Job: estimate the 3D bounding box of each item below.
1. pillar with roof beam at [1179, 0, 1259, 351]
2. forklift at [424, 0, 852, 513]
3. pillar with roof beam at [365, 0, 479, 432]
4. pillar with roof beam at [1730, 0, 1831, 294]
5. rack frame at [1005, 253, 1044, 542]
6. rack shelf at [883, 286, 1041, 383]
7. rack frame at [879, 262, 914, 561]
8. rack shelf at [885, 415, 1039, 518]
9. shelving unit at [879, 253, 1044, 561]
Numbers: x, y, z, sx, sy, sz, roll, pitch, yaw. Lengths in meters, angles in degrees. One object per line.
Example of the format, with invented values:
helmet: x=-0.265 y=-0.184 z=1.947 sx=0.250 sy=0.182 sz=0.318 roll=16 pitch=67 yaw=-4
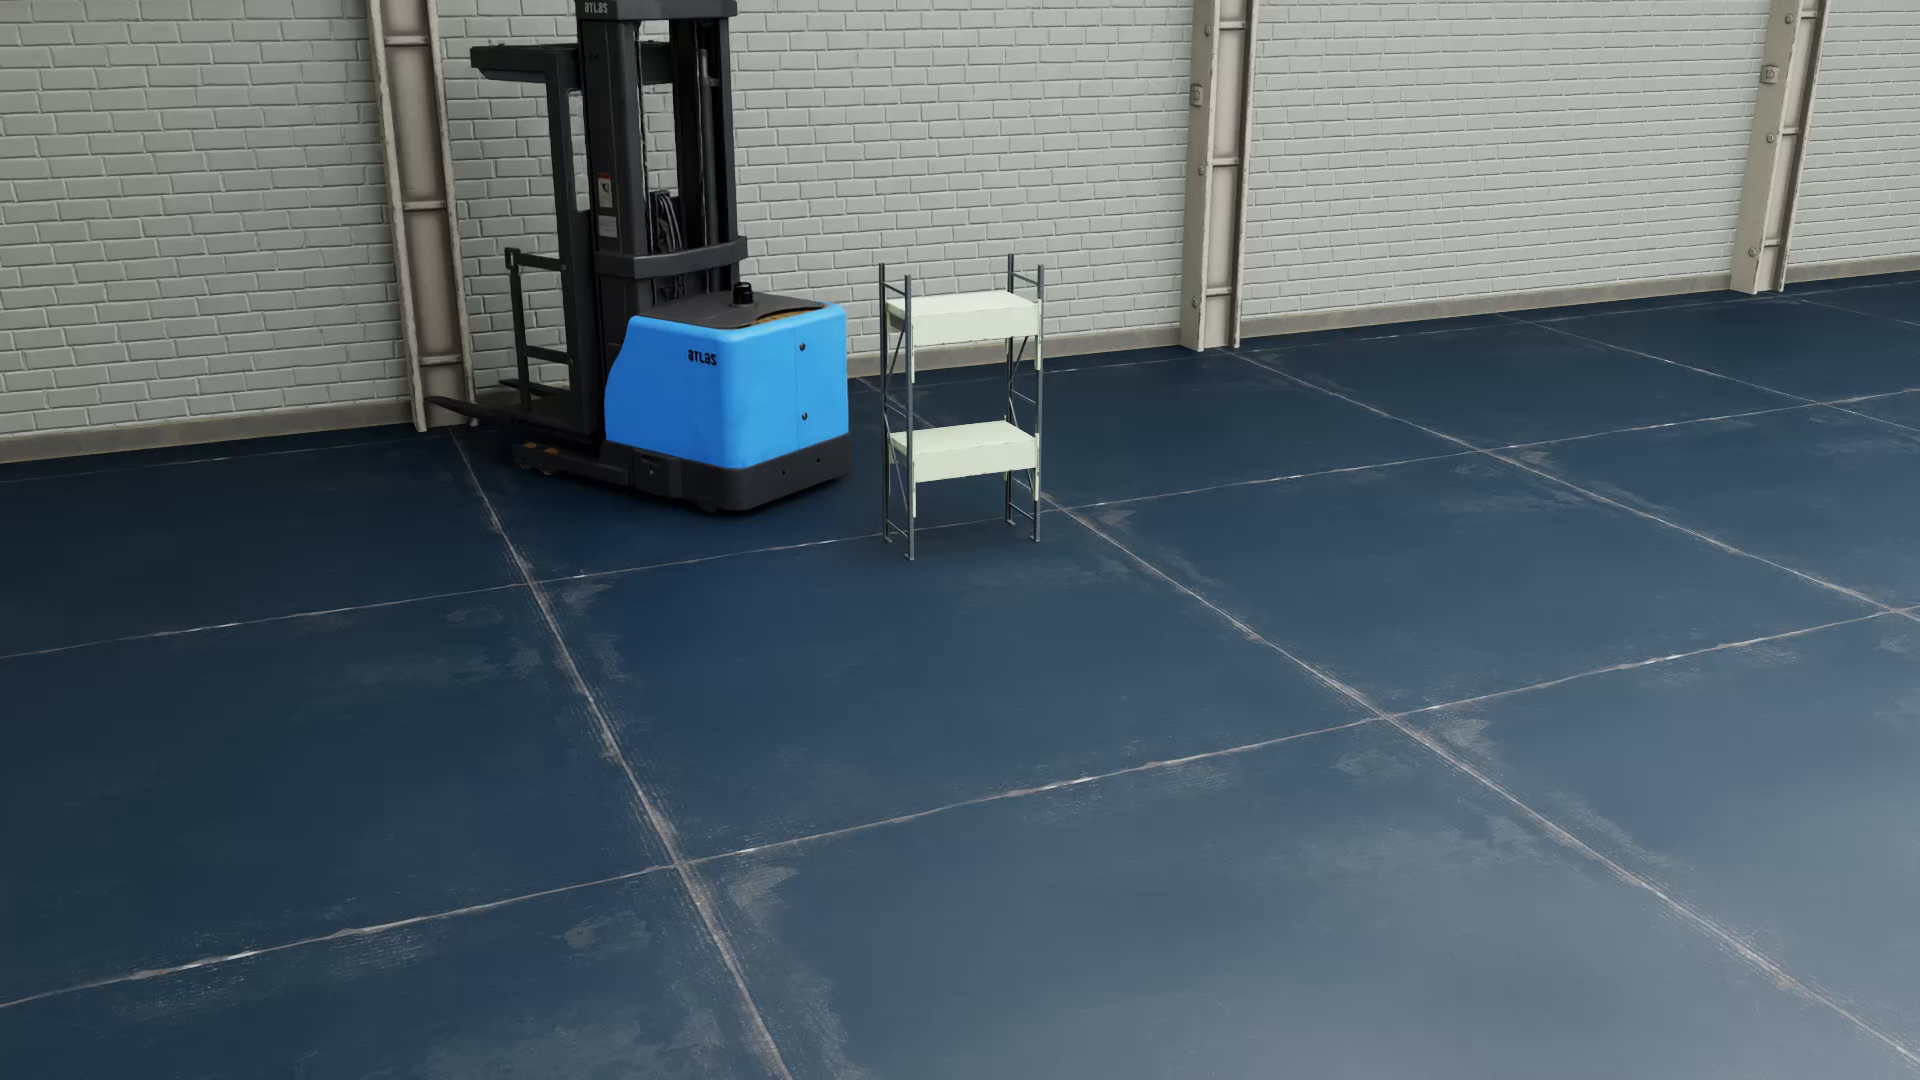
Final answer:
pillar with roof beam: x=3.728 y=-4.513 z=8.290 sx=0.400 sy=9.000 sz=9.100 roll=-8 pitch=21 yaw=-22
forklift: x=-2.136 y=-1.902 z=10.010 sx=3.031 sy=2.935 sz=1.130 roll=14 pitch=24 yaw=34
pillar with roof beam: x=-1.781 y=-3.724 z=6.048 sx=0.400 sy=9.000 sz=9.100 roll=-8 pitch=21 yaw=-22
pillar with roof beam: x=9.238 y=-5.302 z=10.532 sx=0.400 sy=9.000 sz=9.100 roll=-8 pitch=21 yaw=-22
rack frame: x=0.342 y=-0.756 z=8.912 sx=0.023 sy=1.500 sz=0.400 roll=-8 pitch=21 yaw=-22
rack shelf: x=0.006 y=-1.076 z=8.646 sx=0.720 sy=0.370 sz=0.431 roll=-8 pitch=21 yaw=-22
rack frame: x=-0.330 y=-0.660 z=8.639 sx=0.023 sy=1.500 sz=0.400 roll=-8 pitch=21 yaw=-22
rack shelf: x=0.006 y=-0.401 z=8.884 sx=0.720 sy=0.370 sz=0.431 roll=-8 pitch=21 yaw=-22
shelving unit: x=0.006 y=-0.708 z=8.775 sx=0.755 sy=1.500 sz=0.431 roll=-8 pitch=21 yaw=-22
